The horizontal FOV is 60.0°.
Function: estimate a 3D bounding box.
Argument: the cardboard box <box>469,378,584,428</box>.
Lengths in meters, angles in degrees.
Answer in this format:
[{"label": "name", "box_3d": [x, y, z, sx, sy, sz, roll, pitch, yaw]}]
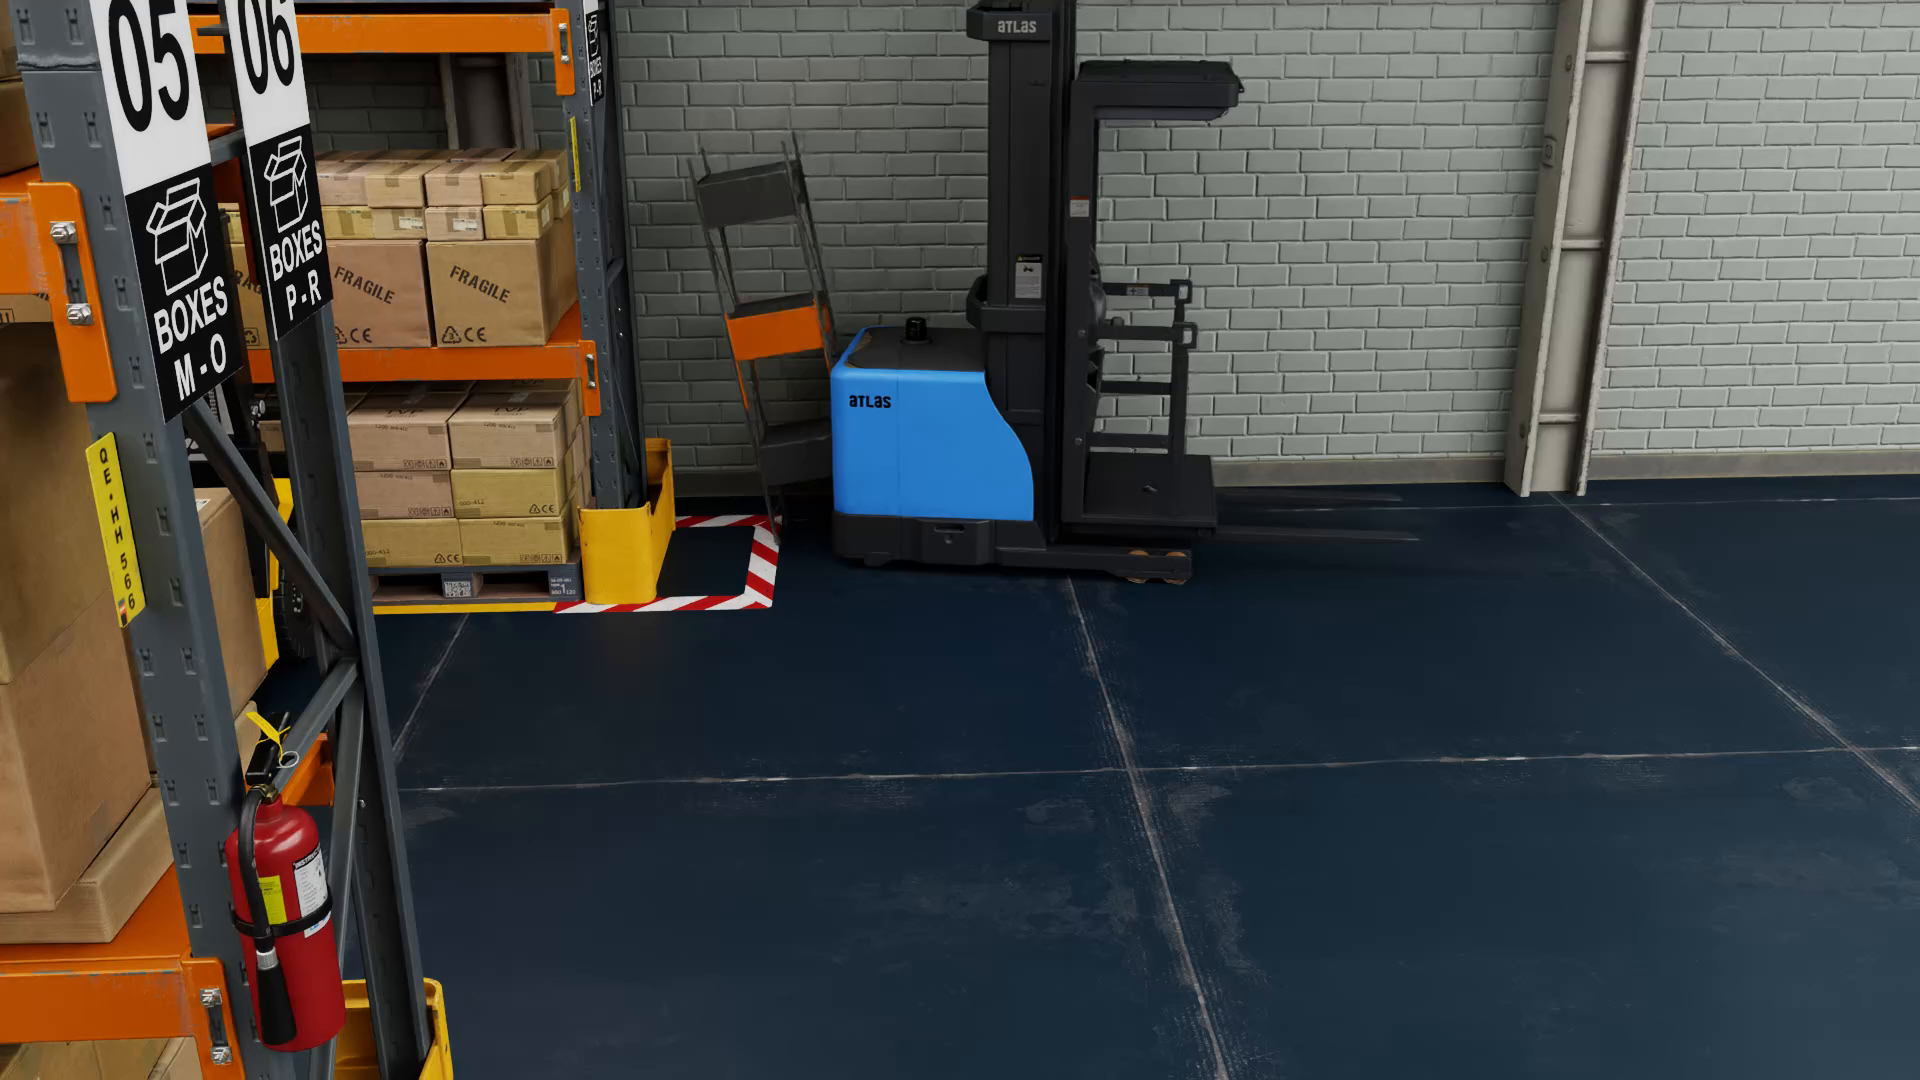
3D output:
[{"label": "cardboard box", "box_3d": [-2.248, -0.724, 8.676, 0.500, 0.250, 0.500, -1, 21, -4]}]

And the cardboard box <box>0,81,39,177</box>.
[{"label": "cardboard box", "box_3d": [-1.811, -0.703, 2.888, 0.250, 0.149, 0.380, -1, 21, -3]}]

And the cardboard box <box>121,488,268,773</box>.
[{"label": "cardboard box", "box_3d": [-1.959, 0.200, 3.820, 0.500, 0.500, 0.500, -1, 21, -4]}]

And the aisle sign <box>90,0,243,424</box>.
[{"label": "aisle sign", "box_3d": [-1.392, -0.638, 2.928, 0.004, 0.787, 0.394, -1, 21, -3]}]

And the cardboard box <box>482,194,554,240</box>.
[{"label": "cardboard box", "box_3d": [-2.088, -1.531, 7.875, 0.250, 0.149, 0.380, -1, 21, -2]}]

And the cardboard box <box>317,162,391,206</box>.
[{"label": "cardboard box", "box_3d": [-2.860, -1.685, 7.861, 0.250, 0.149, 0.380, -1, 21, -3]}]

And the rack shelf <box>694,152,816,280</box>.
[{"label": "rack shelf", "box_3d": [-1.050, -1.682, 8.610, 0.480, 0.518, 0.431, -9, 20, 6]}]

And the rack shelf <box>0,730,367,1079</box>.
[{"label": "rack shelf", "box_3d": [-3.467, 0.852, 3.679, 4.000, 0.370, 1.077, -1, 21, -3]}]

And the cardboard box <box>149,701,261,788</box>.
[{"label": "cardboard box", "box_3d": [-1.821, 0.526, 3.877, 0.250, 0.149, 0.380, -1, 21, -3]}]

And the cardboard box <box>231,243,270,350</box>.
[{"label": "cardboard box", "box_3d": [-3.264, -1.214, 7.953, 0.500, 0.500, 0.500, -2, 21, -4]}]

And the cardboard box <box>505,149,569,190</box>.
[{"label": "cardboard box", "box_3d": [-2.105, -1.846, 8.284, 0.250, 0.149, 0.380, -2, 21, -4]}]

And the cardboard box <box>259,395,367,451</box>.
[{"label": "cardboard box", "box_3d": [-3.212, -0.520, 8.141, 0.500, 0.250, 0.500, -1, 21, -2]}]

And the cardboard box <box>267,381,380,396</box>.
[{"label": "cardboard box", "box_3d": [-3.247, -0.706, 8.629, 0.500, 0.250, 0.500, -1, 21, -3]}]

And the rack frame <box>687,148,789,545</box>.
[{"label": "rack frame", "box_3d": [-1.170, -1.012, 8.869, 0.015, 2.100, 0.400, -9, 20, 6]}]

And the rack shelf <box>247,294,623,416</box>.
[{"label": "rack shelf", "box_3d": [-3.754, -0.911, 8.310, 4.000, 0.370, 1.077, -1, 21, -3]}]

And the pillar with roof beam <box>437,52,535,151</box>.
[{"label": "pillar with roof beam", "box_3d": [-2.258, -2.869, 4.008, 0.400, 9.000, 9.100, -1, 21, -3]}]

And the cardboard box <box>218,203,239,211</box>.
[{"label": "cardboard box", "box_3d": [-3.372, -1.633, 7.725, 0.250, 0.149, 0.380, -1, 21, -2]}]

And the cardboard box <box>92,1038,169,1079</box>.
[{"label": "cardboard box", "box_3d": [-2.315, 1.132, 4.152, 0.500, 0.500, 0.500, -2, 21, -5]}]

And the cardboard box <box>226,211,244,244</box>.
[{"label": "cardboard box", "box_3d": [-3.367, -1.497, 7.784, 0.250, 0.149, 0.380, -1, 21, -3]}]

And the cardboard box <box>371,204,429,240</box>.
[{"label": "cardboard box", "box_3d": [-2.604, -1.532, 7.877, 0.250, 0.149, 0.380, -1, 21, -2]}]

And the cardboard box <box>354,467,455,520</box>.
[{"label": "cardboard box", "box_3d": [-2.727, -0.306, 8.280, 0.500, 0.250, 0.500, -1, 21, -4]}]

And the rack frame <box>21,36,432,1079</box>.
[{"label": "rack frame", "box_3d": [-1.470, 0.475, 3.657, 0.127, 3.000, 1.000, -1, 21, -3]}]

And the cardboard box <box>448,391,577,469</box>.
[{"label": "cardboard box", "box_3d": [-2.199, -0.546, 8.210, 0.500, 0.250, 0.500, 0, 21, -1]}]

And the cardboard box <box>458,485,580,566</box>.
[{"label": "cardboard box", "box_3d": [-2.209, -0.078, 8.383, 0.500, 0.250, 0.500, -1, 21, -3]}]

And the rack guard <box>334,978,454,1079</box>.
[{"label": "rack guard", "box_3d": [-1.546, 1.645, 4.098, 0.348, 0.500, 1.175, -1, 21, -3]}]

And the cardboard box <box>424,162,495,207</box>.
[{"label": "cardboard box", "box_3d": [-2.348, -1.679, 7.844, 0.250, 0.149, 0.380, -1, 21, -3]}]

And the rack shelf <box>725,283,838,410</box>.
[{"label": "rack shelf", "box_3d": [-0.928, -1.035, 8.849, 0.480, 0.518, 0.431, -9, 20, 6]}]

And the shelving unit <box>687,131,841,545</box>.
[{"label": "shelving unit", "box_3d": [-0.930, -1.048, 8.844, 0.503, 2.100, 0.431, -9, 20, 6]}]

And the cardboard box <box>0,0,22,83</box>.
[{"label": "cardboard box", "box_3d": [-1.966, -0.890, 2.819, 0.500, 0.250, 0.500, -1, 21, -4]}]

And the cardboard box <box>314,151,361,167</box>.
[{"label": "cardboard box", "box_3d": [-3.141, -1.828, 8.237, 0.250, 0.149, 0.380, -1, 21, -1]}]

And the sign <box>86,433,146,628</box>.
[{"label": "sign", "box_3d": [-1.459, -0.016, 2.876, 0.005, 0.325, 0.100, -1, 21, -3]}]

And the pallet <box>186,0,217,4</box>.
[{"label": "pallet", "box_3d": [-3.686, -2.618, 7.689, 1.213, 0.211, 1.003, -1, 21, -3]}]

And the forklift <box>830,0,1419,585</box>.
[{"label": "forklift", "box_3d": [0.880, -1.340, 8.521, 3.031, 2.935, 1.130, 2, 21, 6]}]

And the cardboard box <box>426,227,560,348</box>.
[{"label": "cardboard box", "box_3d": [-2.234, -1.232, 7.999, 0.500, 0.500, 0.500, -2, 21, -4]}]

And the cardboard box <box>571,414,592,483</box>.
[{"label": "cardboard box", "box_3d": [-2.239, -0.497, 8.783, 0.500, 0.250, 0.500, -1, 21, -2]}]

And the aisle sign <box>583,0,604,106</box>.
[{"label": "aisle sign", "box_3d": [-1.675, -2.400, 7.555, 0.004, 0.787, 0.394, -1, 21, -3]}]

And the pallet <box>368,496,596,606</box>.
[{"label": "pallet", "box_3d": [-2.519, 0.045, 8.705, 1.213, 0.211, 1.003, -1, 21, -3]}]

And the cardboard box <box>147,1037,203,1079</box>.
[{"label": "cardboard box", "box_3d": [-2.292, 1.482, 4.287, 0.500, 0.250, 0.500, -1, 21, -3]}]

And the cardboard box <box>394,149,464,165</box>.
[{"label": "cardboard box", "box_3d": [-2.631, -1.842, 8.274, 0.250, 0.149, 0.380, -1, 21, -2]}]
